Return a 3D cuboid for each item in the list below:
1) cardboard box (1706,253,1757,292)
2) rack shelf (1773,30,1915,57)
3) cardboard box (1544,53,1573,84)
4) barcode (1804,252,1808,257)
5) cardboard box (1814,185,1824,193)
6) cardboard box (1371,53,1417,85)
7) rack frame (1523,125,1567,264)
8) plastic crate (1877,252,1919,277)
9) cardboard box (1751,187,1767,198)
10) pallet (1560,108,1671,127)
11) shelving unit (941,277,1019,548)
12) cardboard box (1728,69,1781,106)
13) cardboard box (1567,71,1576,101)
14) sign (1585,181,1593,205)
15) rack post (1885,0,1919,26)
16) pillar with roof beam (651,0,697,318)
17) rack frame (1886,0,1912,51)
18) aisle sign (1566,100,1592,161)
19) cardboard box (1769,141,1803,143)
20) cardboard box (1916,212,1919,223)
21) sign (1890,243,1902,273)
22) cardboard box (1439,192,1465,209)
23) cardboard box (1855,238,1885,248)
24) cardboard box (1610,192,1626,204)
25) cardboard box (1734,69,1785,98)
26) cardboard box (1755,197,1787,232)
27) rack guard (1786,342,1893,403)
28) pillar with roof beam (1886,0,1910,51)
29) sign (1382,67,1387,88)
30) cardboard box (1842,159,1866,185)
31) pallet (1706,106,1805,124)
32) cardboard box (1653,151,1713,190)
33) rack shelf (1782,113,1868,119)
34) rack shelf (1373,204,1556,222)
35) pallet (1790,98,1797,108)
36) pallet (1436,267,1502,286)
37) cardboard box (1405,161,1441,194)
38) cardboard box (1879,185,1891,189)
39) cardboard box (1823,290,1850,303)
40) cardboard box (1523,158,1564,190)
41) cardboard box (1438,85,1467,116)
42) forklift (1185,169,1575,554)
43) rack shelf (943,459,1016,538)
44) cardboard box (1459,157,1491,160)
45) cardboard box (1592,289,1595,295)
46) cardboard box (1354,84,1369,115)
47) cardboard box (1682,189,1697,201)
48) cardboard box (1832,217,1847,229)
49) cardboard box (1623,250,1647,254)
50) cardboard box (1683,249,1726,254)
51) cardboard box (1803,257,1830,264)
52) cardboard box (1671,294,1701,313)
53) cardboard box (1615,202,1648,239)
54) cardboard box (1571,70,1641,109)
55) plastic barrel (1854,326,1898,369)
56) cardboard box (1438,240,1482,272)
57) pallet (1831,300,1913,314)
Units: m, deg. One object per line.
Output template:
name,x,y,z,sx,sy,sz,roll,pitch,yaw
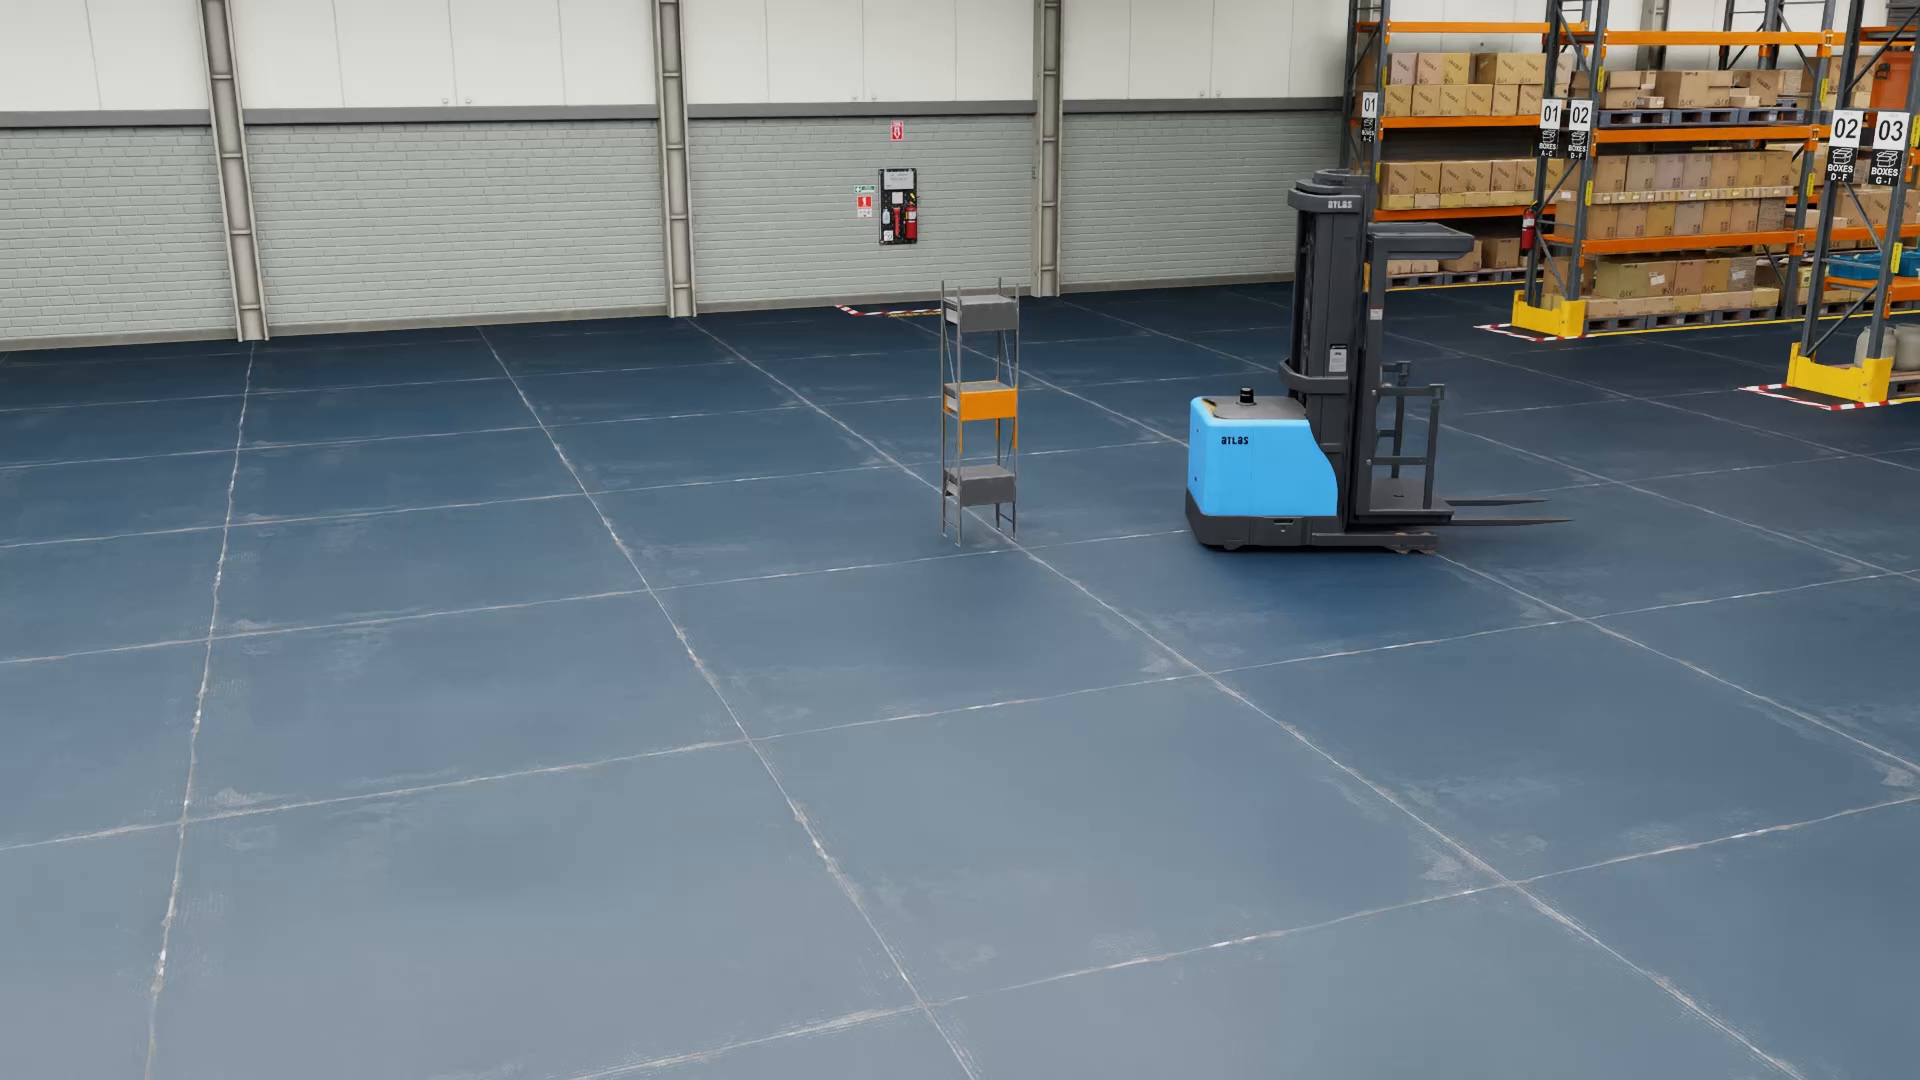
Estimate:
cardboard box,11.333,-3.942,24.500,0.500,0.500,0.500,-6,17,-20
rack shelf,14.027,-7.394,24.793,4.000,0.370,1.077,-6,17,-20
cardboard box,10.012,-8.009,28.236,0.500,0.500,0.500,-8,18,-25
barcode,12.547,-4.240,24.664,0.075,0.075,0.001,-6,17,-20
cardboard box,15.937,-6.576,31.079,0.250,0.149,0.380,-6,17,-20
cardboard box,7.095,-7.702,27.192,0.500,0.500,0.500,-8,18,-24
rack frame,10.383,-6.154,29.231,0.127,3.000,1.000,-6,17,-20
plastic crate,11.162,-3.266,19.660,0.408,0.251,0.499,-6,17,-20
cardboard box,11.507,-5.075,24.228,0.250,0.149,0.380,-7,18,-22
pallet,9.094,-5.909,23.230,1.213,0.211,1.003,-6,17,-20
shelving unit,0.155,-1.024,13.359,0.503,2.100,0.431,-6,17,-20
cardboard box,11.595,-6.626,24.342,0.500,0.500,0.500,-5,17,-16
cardboard box,10.922,-7.877,28.851,0.500,0.500,0.500,-4,17,-12
sign,8.617,-4.755,22.788,0.005,0.325,0.100,-6,17,-20
rack post,10.944,-5.826,18.352,0.954,0.300,0.937,-4,17,-14
pillar with roof beam,-2.673,-6.585,20.051,0.400,9.000,9.100,-6,17,-20
rack frame,17.854,-9.839,31.132,0.127,3.000,1.000,-6,17,-20
aisle sign,8.472,-5.608,22.758,0.004,0.787,0.394,-6,17,-20
cardboard box,15.414,-7.334,31.176,0.500,0.250,0.500,-7,18,-21
cardboard box,14.724,-4.990,25.715,0.250,0.149,0.380,-5,17,-16
sign,10.386,-3.132,18.448,0.005,0.325,0.100,-6,17,-20
cardboard box,8.175,-5.760,28.120,0.500,0.250,0.500,-6,18,-21
cardboard box,17.293,-6.031,31.882,0.750,0.750,0.750,-6,17,-19
cardboard box,9.113,-4.817,23.350,0.250,0.149,0.380,-7,18,-22
cardboard box,14.542,-8.319,30.321,0.500,0.500,0.700,-8,18,-24
cardboard box,11.747,-4.853,24.622,0.500,0.500,0.700,-7,18,-22
rack guard,10.247,-1.965,19.402,0.348,0.500,1.175,-6,17,-20
pillar with roof beam,19.738,-9.005,28.291,0.400,9.000,9.100,-6,17,-20
sign,6.842,-7.467,26.826,0.005,0.325,0.100,-6,17,-20
cardboard box,16.568,-6.946,31.186,0.500,0.500,0.500,-6,17,-20
pallet,11.372,-6.155,24.068,1.213,0.211,1.003,-6,17,-20
cardboard box,10.341,-5.323,23.922,0.500,0.500,0.700,-6,17,-20
rack shelf,15.986,-7.853,30.970,4.000,0.370,1.077,-6,17,-20
rack shelf,8.516,-5.607,28.646,4.000,0.370,1.077,-6,17,-20
pallet,15.744,-8.098,30.864,1.213,0.211,1.003,-5,17,-18
pallet,8.628,-4.615,28.939,1.213,0.211,1.003,-6,17,-20
cardboard box,7.666,-6.064,27.826,0.500,0.500,0.500,-6,17,-20
cardboard box,17.412,-6.709,31.533,0.250,0.149,0.380,-6,17,-19
cardboard box,13.102,-3.760,25.213,0.500,0.250,0.500,-6,17,-19
cardboard box,10.052,-6.322,28.704,0.500,0.500,0.500,-6,17,-20
cardboard box,8.047,-7.314,27.643,0.500,0.500,0.500,-5,17,-18
forklift,3.427,-1.447,13.324,3.031,2.935,1.130,0,16,0
rack shelf,0.155,-0.339,13.560,0.480,0.518,0.431,-6,17,-20
cardboard box,8.918,-6.359,28.829,0.500,0.500,0.500,-6,17,-19
cardboard box,9.282,-3.515,24.380,0.500,0.250,0.500,-6,17,-20
cardboard box,6.947,-7.356,27.788,0.500,0.500,0.500,-5,17,-16
cardboard box,10.303,-4.945,23.784,0.250,0.149,0.380,-6,17,-20
cardboard box,13.060,-4.766,24.951,0.250,0.149,0.380,-6,17,-20
cardboard box,12.020,-5.350,30.150,0.500,0.500,0.700,-6,17,-19
cardboard box,11.150,-4.076,24.959,0.500,0.500,0.500,-6,17,-20
cardboard box,13.385,-4.222,25.793,0.500,0.311,0.500,-6,17,-20
cardboard box,10.406,-3.476,24.247,0.500,0.250,0.500,-6,17,-20
cardboard box,9.353,-4.594,23.740,0.500,0.500,0.700,-6,17,-19
cardboard box,8.962,-6.262,23.098,0.637,0.503,0.797,-5,17,-16
plastic barrel,10.780,-2.238,19.567,0.421,0.512,0.421,0,16,0
cardboard box,8.562,-4.927,28.708,0.500,0.500,0.700,-7,18,-24
pallet,13.974,-3.722,25.897,1.213,0.211,1.003,-6,17,-20
